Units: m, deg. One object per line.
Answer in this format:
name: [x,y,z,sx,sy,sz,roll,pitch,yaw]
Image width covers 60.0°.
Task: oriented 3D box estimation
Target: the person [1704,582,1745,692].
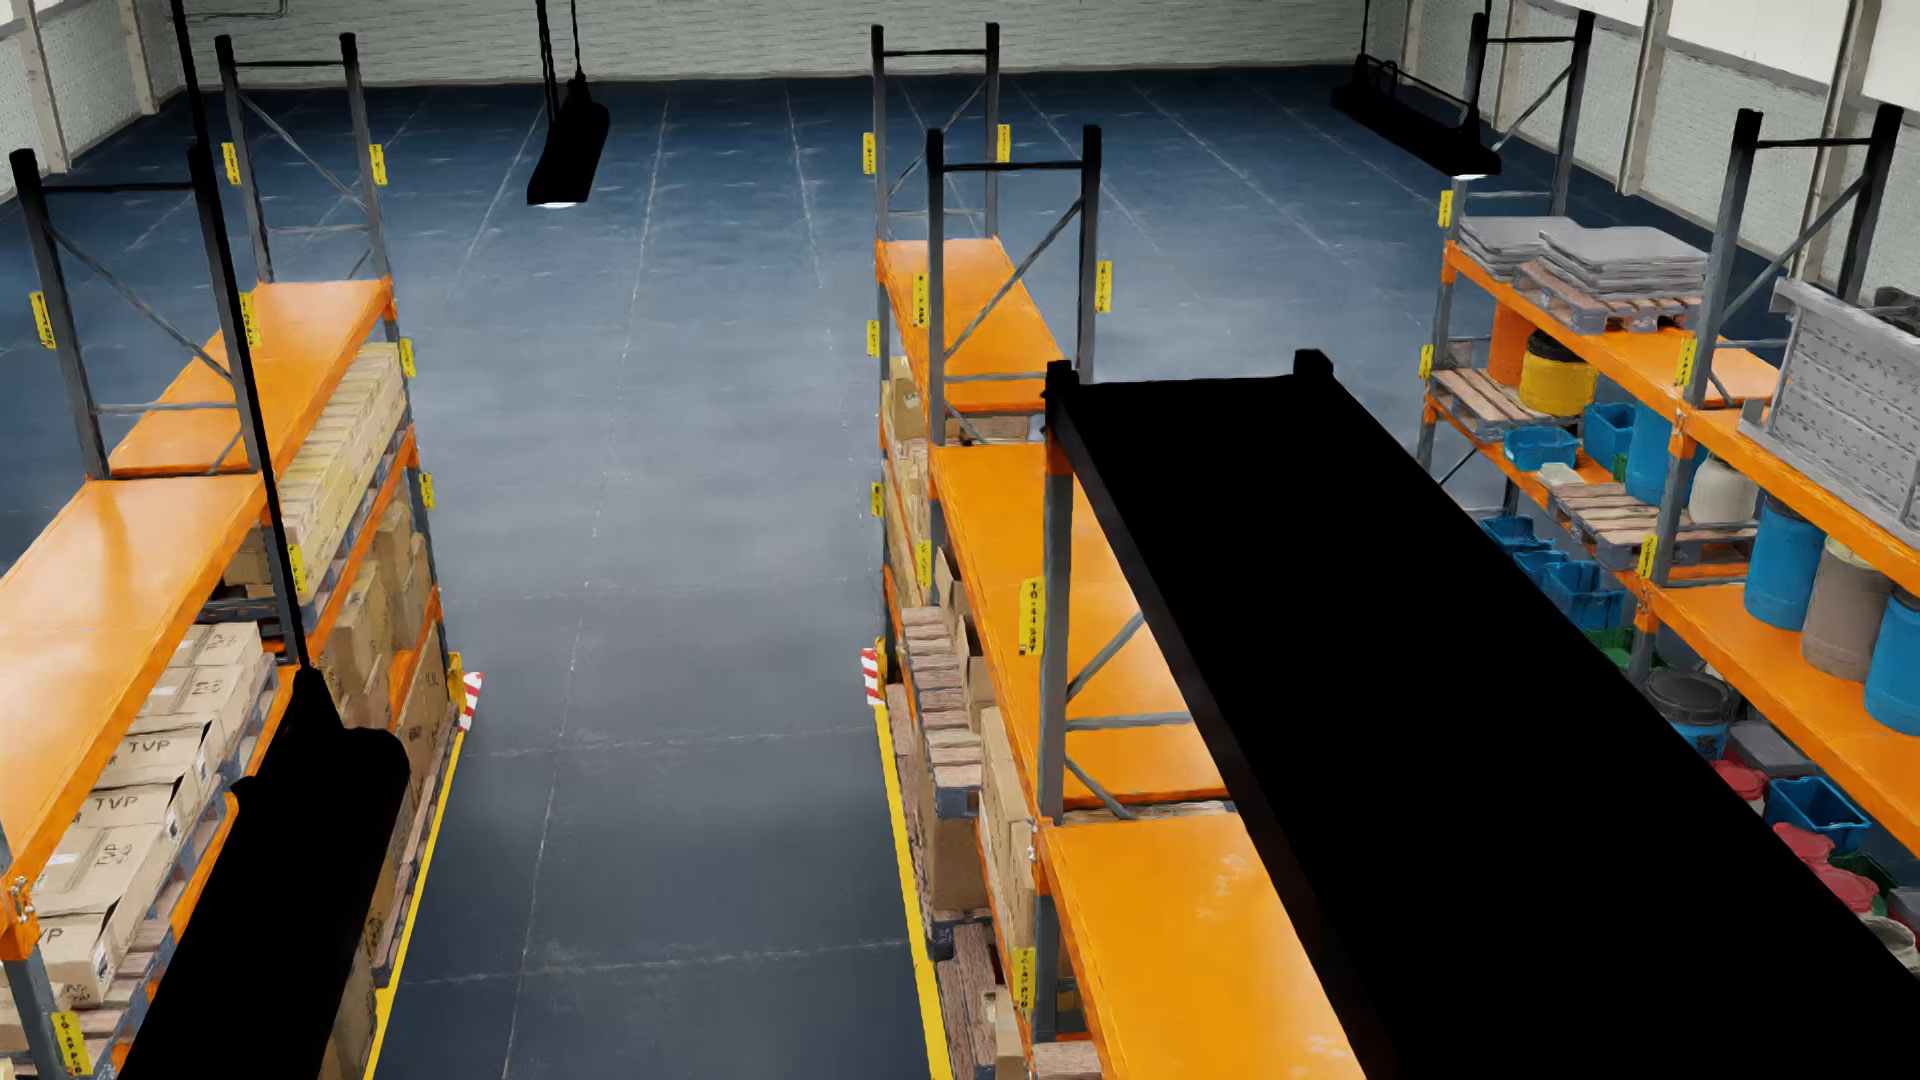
person: [6.916,0.769,14.903,0.598,1.735,0.988,6,26,12]
